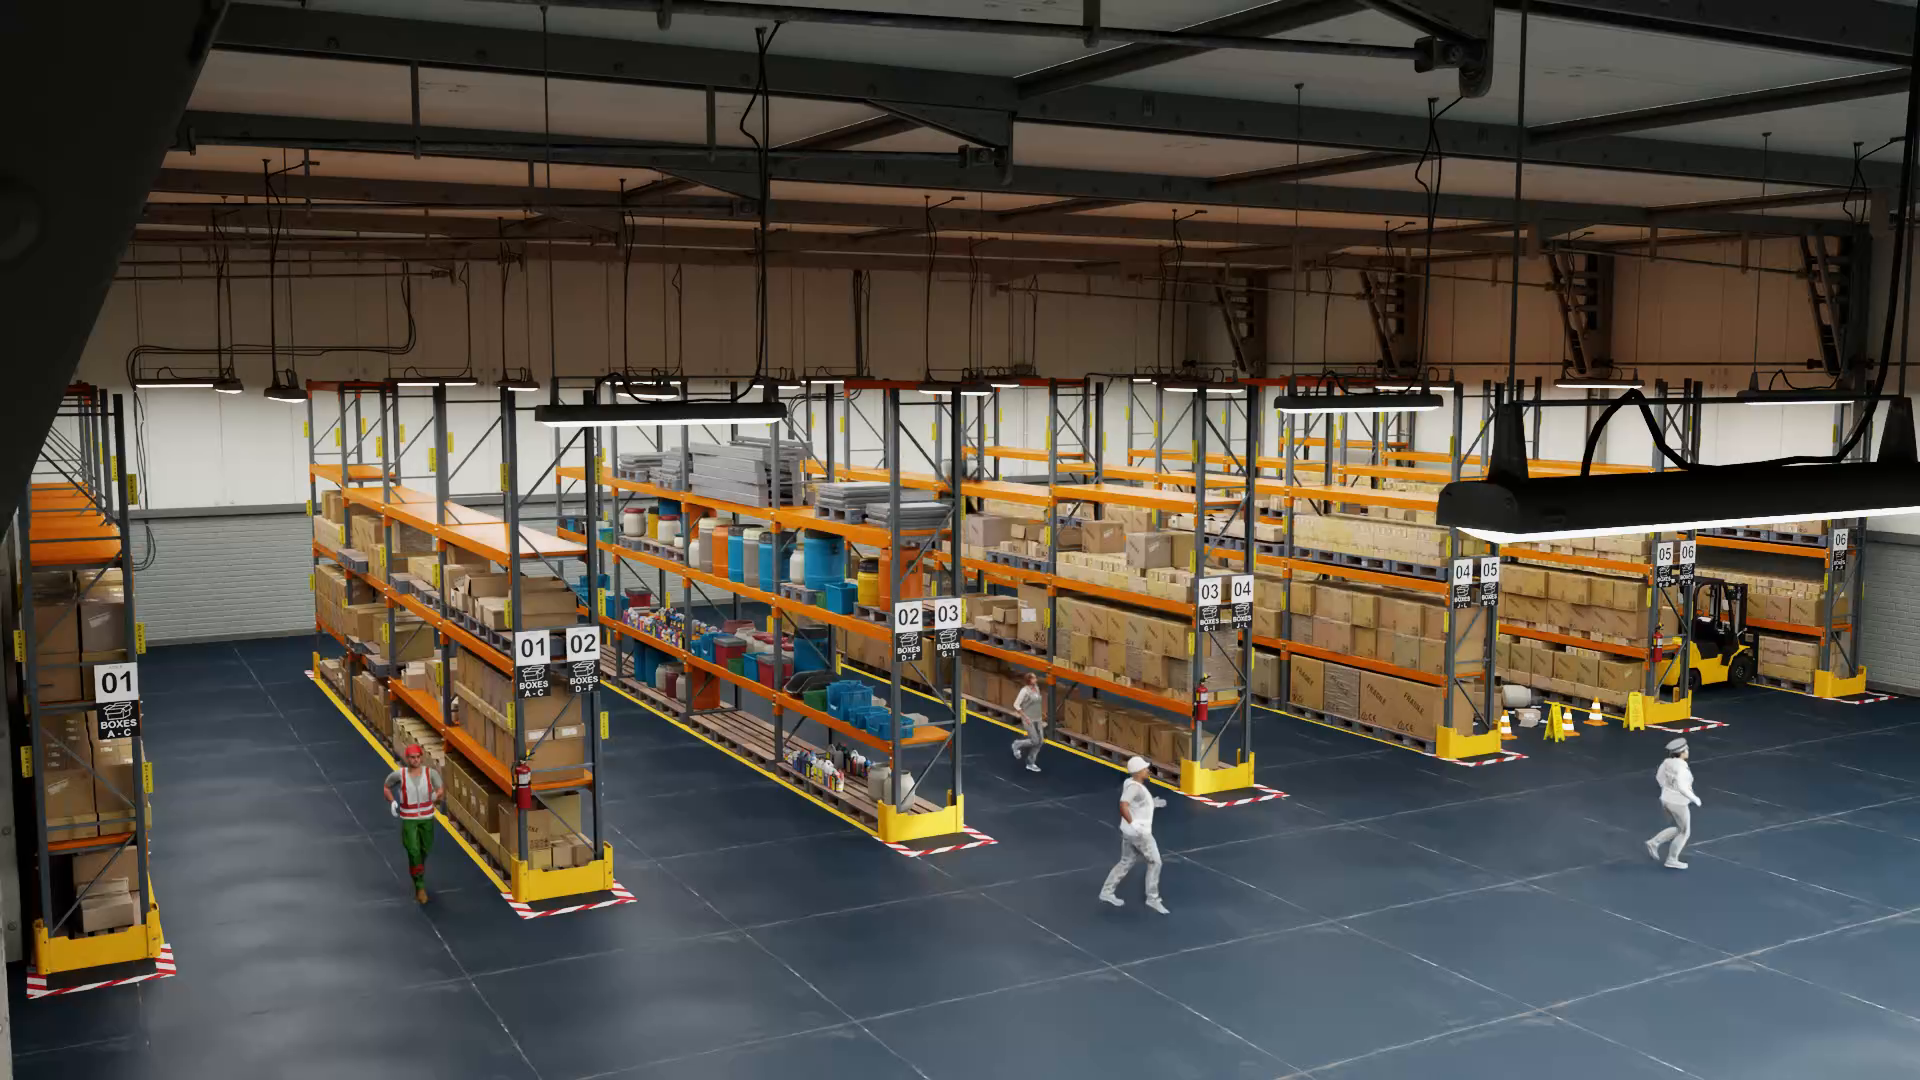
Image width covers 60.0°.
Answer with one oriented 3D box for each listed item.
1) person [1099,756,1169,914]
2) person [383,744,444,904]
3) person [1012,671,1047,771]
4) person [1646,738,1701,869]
[{"bbox_3d":[2.011,3.407,19.182,0.813,1.846,0.662,-1,6,-10],"label":"person"},{"bbox_3d":[-6.442,3.310,19.725,0.656,1.783,0.948,-4,7,-31],"label":"person"},{"bbox_3d":[1.072,2.815,25.907,0.549,1.557,0.496,6,8,44],"label":"person"},{"bbox_3d":[8.936,3.297,20.820,0.550,1.662,0.639,0,6,-2],"label":"person"}]
